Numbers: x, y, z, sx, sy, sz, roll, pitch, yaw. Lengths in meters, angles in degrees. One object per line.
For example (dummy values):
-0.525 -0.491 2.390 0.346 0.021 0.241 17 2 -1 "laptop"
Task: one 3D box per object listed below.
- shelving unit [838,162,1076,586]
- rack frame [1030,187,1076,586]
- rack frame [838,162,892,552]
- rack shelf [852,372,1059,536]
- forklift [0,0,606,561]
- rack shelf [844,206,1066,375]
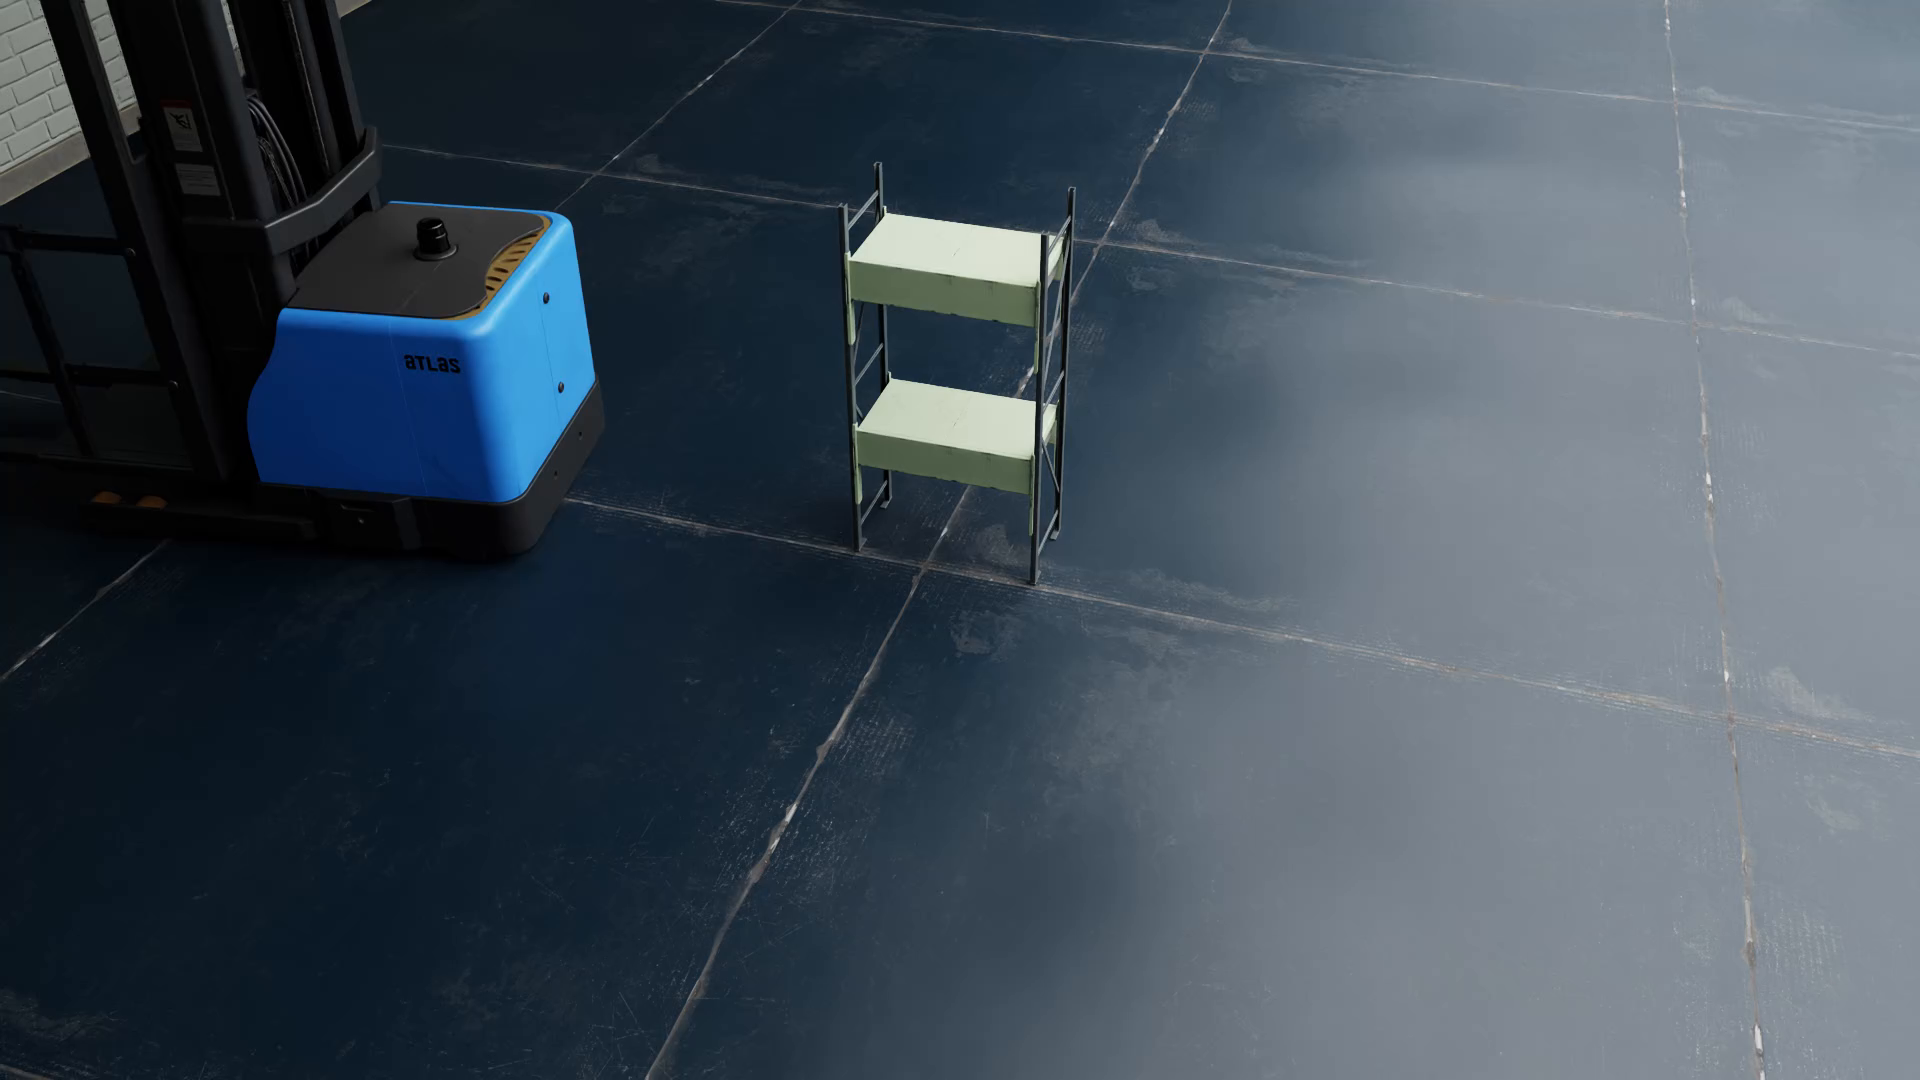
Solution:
-0.006 -0.605 6.307 0.755 1.500 0.431 10 38 14 "shelving unit"
0.343 -0.541 6.219 0.023 1.500 0.400 10 38 14 "rack frame"
-0.356 -0.670 6.395 0.023 1.500 0.400 10 38 14 "rack frame"
-0.006 -0.343 6.500 0.720 0.370 0.431 10 38 14 "rack shelf"
-3.118 -1.497 6.311 3.031 2.935 1.130 5 37 7 "forklift"
-0.006 -0.919 6.076 0.720 0.370 0.431 10 38 14 "rack shelf"
